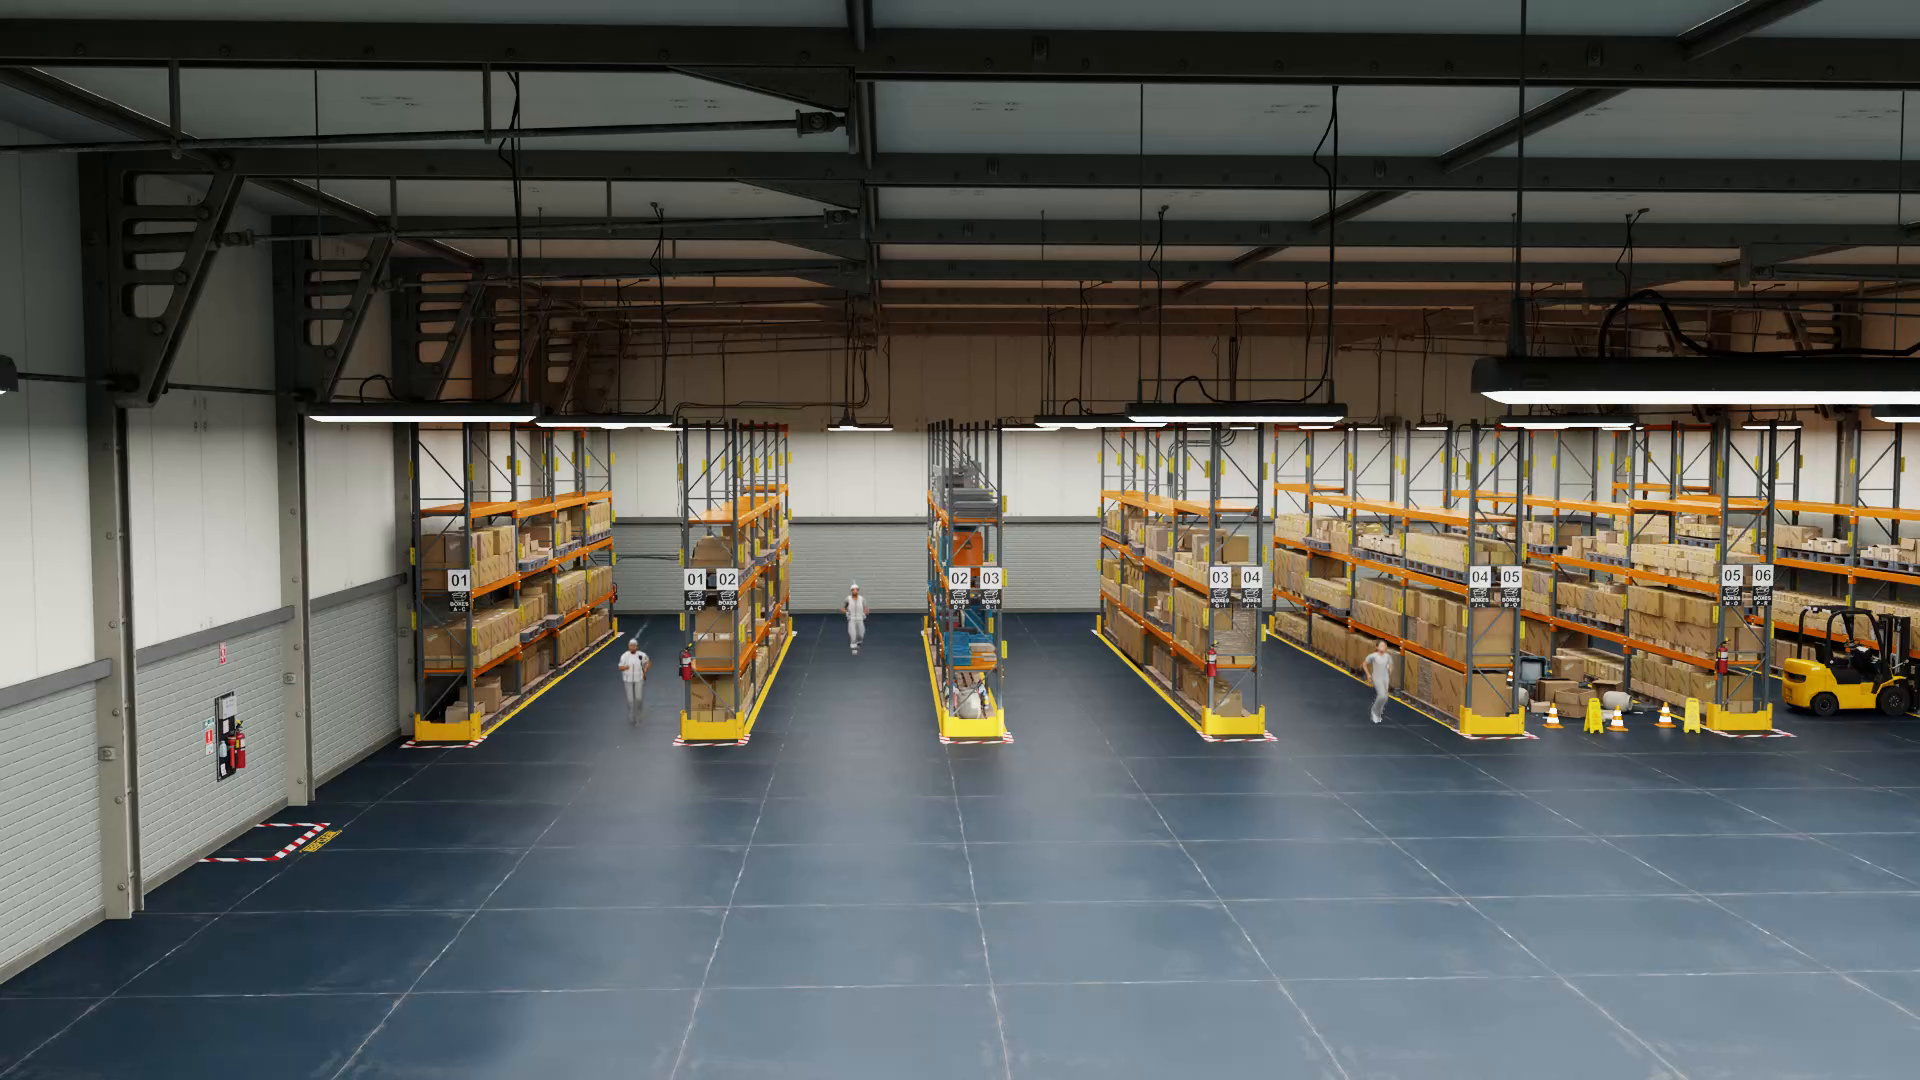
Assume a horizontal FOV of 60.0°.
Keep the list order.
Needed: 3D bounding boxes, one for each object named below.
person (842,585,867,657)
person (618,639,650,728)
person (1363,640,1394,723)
[{"bbox_3d":[-2.543,1.966,40.478,0.651,1.752,0.567,-1,4,-13],"label":"person"},{"bbox_3d":[-6.401,2.805,32.630,0.585,1.719,0.708,0,4,-6],"label":"person"},{"bbox_3d":[8.294,2.786,32.762,0.545,1.638,0.641,-1,4,-17],"label":"person"}]
